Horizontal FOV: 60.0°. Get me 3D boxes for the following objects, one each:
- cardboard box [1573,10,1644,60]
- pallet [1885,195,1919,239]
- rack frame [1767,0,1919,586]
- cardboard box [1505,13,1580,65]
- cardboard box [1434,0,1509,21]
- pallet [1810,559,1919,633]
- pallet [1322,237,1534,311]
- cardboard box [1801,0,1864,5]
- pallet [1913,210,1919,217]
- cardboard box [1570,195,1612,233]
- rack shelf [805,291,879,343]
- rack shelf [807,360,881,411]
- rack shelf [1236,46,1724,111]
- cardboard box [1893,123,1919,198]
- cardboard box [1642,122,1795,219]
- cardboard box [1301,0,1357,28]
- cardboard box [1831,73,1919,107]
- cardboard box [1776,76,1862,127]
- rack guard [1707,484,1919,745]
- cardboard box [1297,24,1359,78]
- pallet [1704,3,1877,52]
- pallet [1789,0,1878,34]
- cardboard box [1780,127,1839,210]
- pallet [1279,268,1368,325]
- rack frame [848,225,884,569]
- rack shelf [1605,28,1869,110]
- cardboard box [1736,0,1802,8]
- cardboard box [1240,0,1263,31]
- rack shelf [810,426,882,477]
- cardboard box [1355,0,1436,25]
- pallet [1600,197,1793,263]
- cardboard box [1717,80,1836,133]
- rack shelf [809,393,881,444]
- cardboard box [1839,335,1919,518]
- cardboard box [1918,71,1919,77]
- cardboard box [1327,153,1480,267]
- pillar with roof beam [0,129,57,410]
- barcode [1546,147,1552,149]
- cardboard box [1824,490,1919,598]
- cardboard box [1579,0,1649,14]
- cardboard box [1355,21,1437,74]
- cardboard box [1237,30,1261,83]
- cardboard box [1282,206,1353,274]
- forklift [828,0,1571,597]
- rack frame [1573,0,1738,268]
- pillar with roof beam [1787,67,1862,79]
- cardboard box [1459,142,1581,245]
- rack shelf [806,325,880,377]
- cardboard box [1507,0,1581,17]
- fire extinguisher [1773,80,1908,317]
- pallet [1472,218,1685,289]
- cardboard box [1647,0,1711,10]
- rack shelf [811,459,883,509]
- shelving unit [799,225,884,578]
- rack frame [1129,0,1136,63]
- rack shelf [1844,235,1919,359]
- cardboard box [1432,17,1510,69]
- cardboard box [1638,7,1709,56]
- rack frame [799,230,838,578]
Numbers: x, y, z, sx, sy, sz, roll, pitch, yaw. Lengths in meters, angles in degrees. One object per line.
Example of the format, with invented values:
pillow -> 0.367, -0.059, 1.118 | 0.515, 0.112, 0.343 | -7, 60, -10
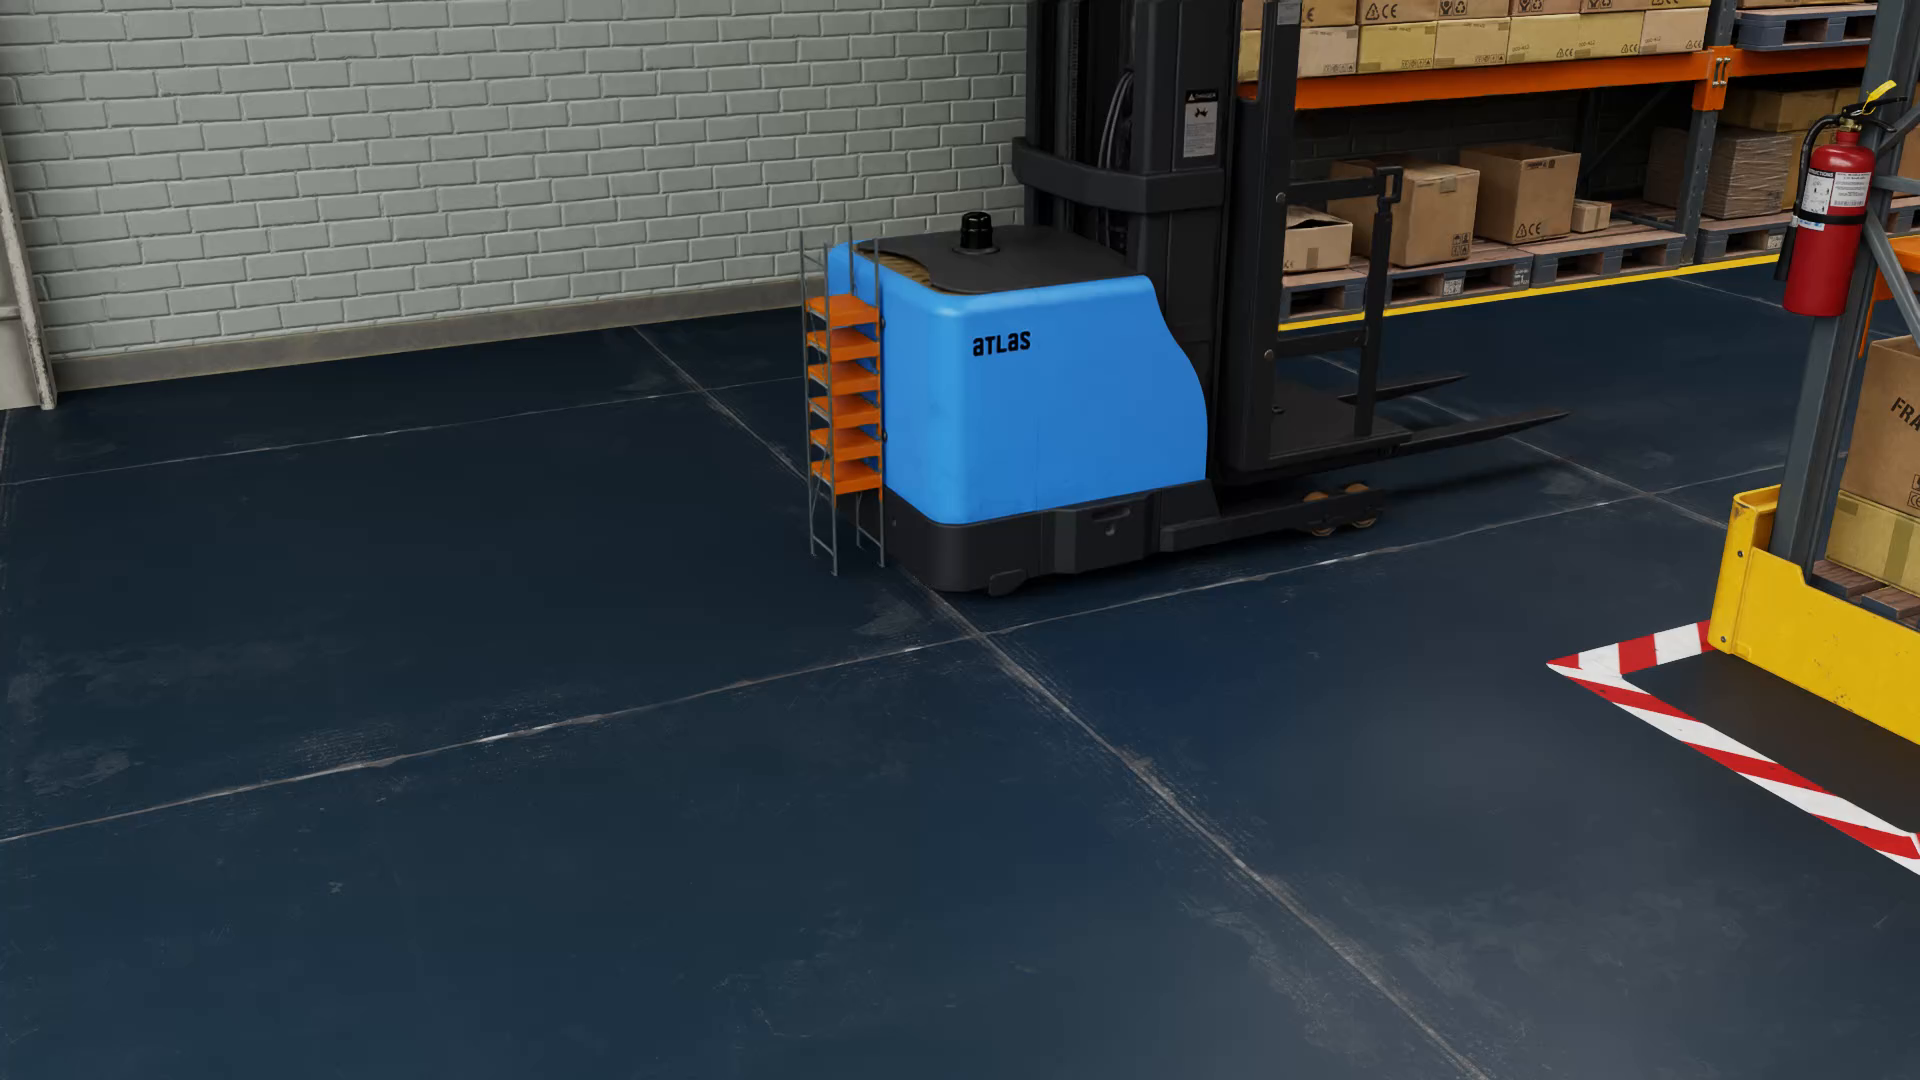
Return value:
cardboard box -> 3.560, -2.939, 9.599 | 0.500, 0.250, 0.500 | -10, 25, -23
pallet -> 6.109, -2.307, 11.548 | 1.213, 0.211, 1.003 | -10, 25, -24
rack frame -> 2.855, -0.892, 4.483 | 0.127, 3.000, 1.000 | -10, 25, -24
cardboard box -> 3.113, -2.850, 9.384 | 0.500, 0.250, 0.500 | -11, 25, -24
cardboard box -> 2.642, -3.112, 9.037 | 0.500, 0.500, 0.500 | -10, 24, -22
pallet -> 3.526, 0.255, 5.358 | 1.213, 0.211, 1.003 | -10, 25, -24
pallet -> 2.617, -1.646, 9.951 | 1.213, 0.211, 1.003 | -10, 25, -24
cardboard box -> 5.287, -3.674, 10.499 | 0.500, 0.500, 0.700 | -8, 24, -18
pallet -> 7.207, -2.508, 12.033 | 1.213, 0.211, 1.003 | -10, 25, -24
cardboard box -> 3.838, -2.057, 10.427 | 0.250, 0.166, 0.380 | -14, 26, -30
rack shelf -> -0.411, -0.767, 5.709 | 0.180, 0.103, 0.258 | -11, 25, -24
rack shelf -> -0.411, -0.545, 5.801 | 0.180, 0.103, 0.258 | -11, 25, -24
rack shelf -> 2.505, -2.598, 9.545 | 4.000, 0.370, 1.077 | -10, 25, -24
cardboard box -> 6.335, -2.699, 11.541 | 0.500, 0.500, 0.700 | -11, 25, -24
cardboard box -> 4.963, -2.438, 10.911 | 0.500, 0.500, 0.700 | -10, 24, -22
cardboard box -> 1.713, -2.939, 8.618 | 0.500, 0.500, 0.500 | -10, 25, -23
cardboard box -> 6.283, -3.023, 11.344 | 0.500, 0.250, 0.500 | -11, 25, -24
cardboard box -> 5.826, -2.947, 11.159 | 0.500, 0.250, 0.500 | -11, 25, -25
rack guard -> 2.833, 0.267, 4.952 | 0.348, 0.500, 1.175 | -10, 25, -24
cardboard box -> 1.742, -2.601, 8.782 | 0.500, 0.250, 0.500 | -11, 25, -25
pallet -> 5.059, -3.250, 10.430 | 1.213, 0.211, 1.003 | -10, 25, -24
pallet -> 6.146, -3.494, 11.021 | 1.213, 0.211, 1.003 | -10, 25, -24
cardboard box -> 5.407, -2.541, 11.160 | 0.500, 0.500, 0.700 | -11, 25, -25
pallet -> 1.519, -1.445, 9.466 | 1.213, 0.211, 1.003 | -10, 25, -24
rack frame -> -0.329, -0.491, 5.868 | 0.006, 1.200, 0.240 | -11, 25, -24
rack shelf -> 6.110, -3.261, 11.148 | 4.000, 0.370, 1.077 | -10, 25, -24
cardboard box -> 4.781, -3.584, 10.281 | 0.500, 0.500, 0.700 | -10, 25, -23
cardboard box -> 1.264, -2.861, 8.428 | 0.500, 0.500, 0.500 | -10, 25, -24
rack shelf -> -0.411, -0.324, 5.893 | 0.180, 0.103, 0.258 | -11, 25, -24
cardboard box -> 2.182, -3.023, 8.820 | 0.500, 0.500, 0.500 | -11, 25, -25
pallet -> 5.008, -2.103, 11.055 | 1.213, 0.211, 1.003 | -10, 25, -24
cardboard box -> 5.359, -2.859, 10.947 | 0.500, 0.250, 0.500 | -11, 25, -25
rack shelf -> -0.411, -0.434, 5.847 | 0.180, 0.103, 0.258 | -11, 25, -24
cardboard box -> 3.209, -0.354, 5.248 | 0.500, 0.500, 0.500 | -10, 25, -24
cardboard box -> 6.745, -3.110, 11.554 | 0.500, 0.250, 0.500 | -10, 24, -23
cardboard box -> 2.562, -1.930, 9.683 | 0.500, 0.500, 0.700 | -12, 25, -27
pillar with roof beam -> -2.581, -3.306, 2.471 | 0.400, 9.000, 9.100 | -10, 25, -24
barcode -> 3.717, -2.451, 10.525 | 0.075, 0.075, 0.001 | -10, 25, -24
cardboard box -> 3.210, -0.006, 5.390 | 0.500, 0.250, 0.500 | -10, 25, -24
cardboard box -> 3.568, -3.279, 9.438 | 0.500, 0.500, 0.500 | -11, 25, -24
cardboard box -> 2.204, -2.684, 8.981 | 0.500, 0.250, 0.500 | -11, 25, -24
cardboard box -> 1.281, -2.510, 8.562 | 0.500, 0.250, 0.500 | -11, 25, -25
cardboard box -> 1.879, -1.738, 9.467 | 0.500, 0.311, 0.500 | -8, 24, -19
forklift -> 1.055, -1.535, 6.127 | 3.031, 2.935, 1.130 | -11, 25, -24
rack frame -> 4.307, -3.262, 10.209 | 0.127, 3.000, 1.000 | -10, 25, -24
pillar with roof beam -> 8.232, -5.296, 7.279 | 0.400, 9.000, 9.100 | -10, 25, -24
cardboard box -> 3.390, -2.124, 10.153 | 0.500, 0.500, 0.500 | -12, 26, -28
rack shelf -> -0.411, -0.656, 5.755 | 0.180, 0.103, 0.258 | -11, 25, -24
cardboard box -> 3.110, -3.199, 9.246 | 0.500, 0.500, 0.500 | -11, 25, -25
fire extinguisher -> 2.547, -0.997, 4.837 | 0.183, 0.674, 0.296 | -10, 25, -24
pallet -> 3.718, -1.850, 10.443 | 1.213, 0.211, 1.003 | -10, 25, -24
cardboard box -> 4.016, -3.364, 9.643 | 0.500, 0.500, 0.500 | -10, 25, -24
rack shelf -> -0.411, -0.213, 5.939 | 0.180, 0.103, 0.258 | -11, 25, -24
shelving unit -> -0.411, -0.475, 5.830 | 0.189, 1.200, 0.258 | -11, 25, -24
rack frame -> 0.703, -2.599, 8.606 | 0.127, 3.000, 1.000 | -10, 25, -24
rack shelf -> 4.657, -0.891, 5.422 | 4.000, 0.370, 1.077 | -10, 25, -24
cardboard box -> 2.660, -2.767, 9.182 | 0.500, 0.250, 0.500 | -10, 25, -23
cardboard box -> 4.012, -3.019, 9.791 | 0.500, 0.250, 0.500 | -10, 25, -23
rack frame -> -0.492, -0.460, 5.792 | 0.006, 1.200, 0.240 | -11, 25, -24
